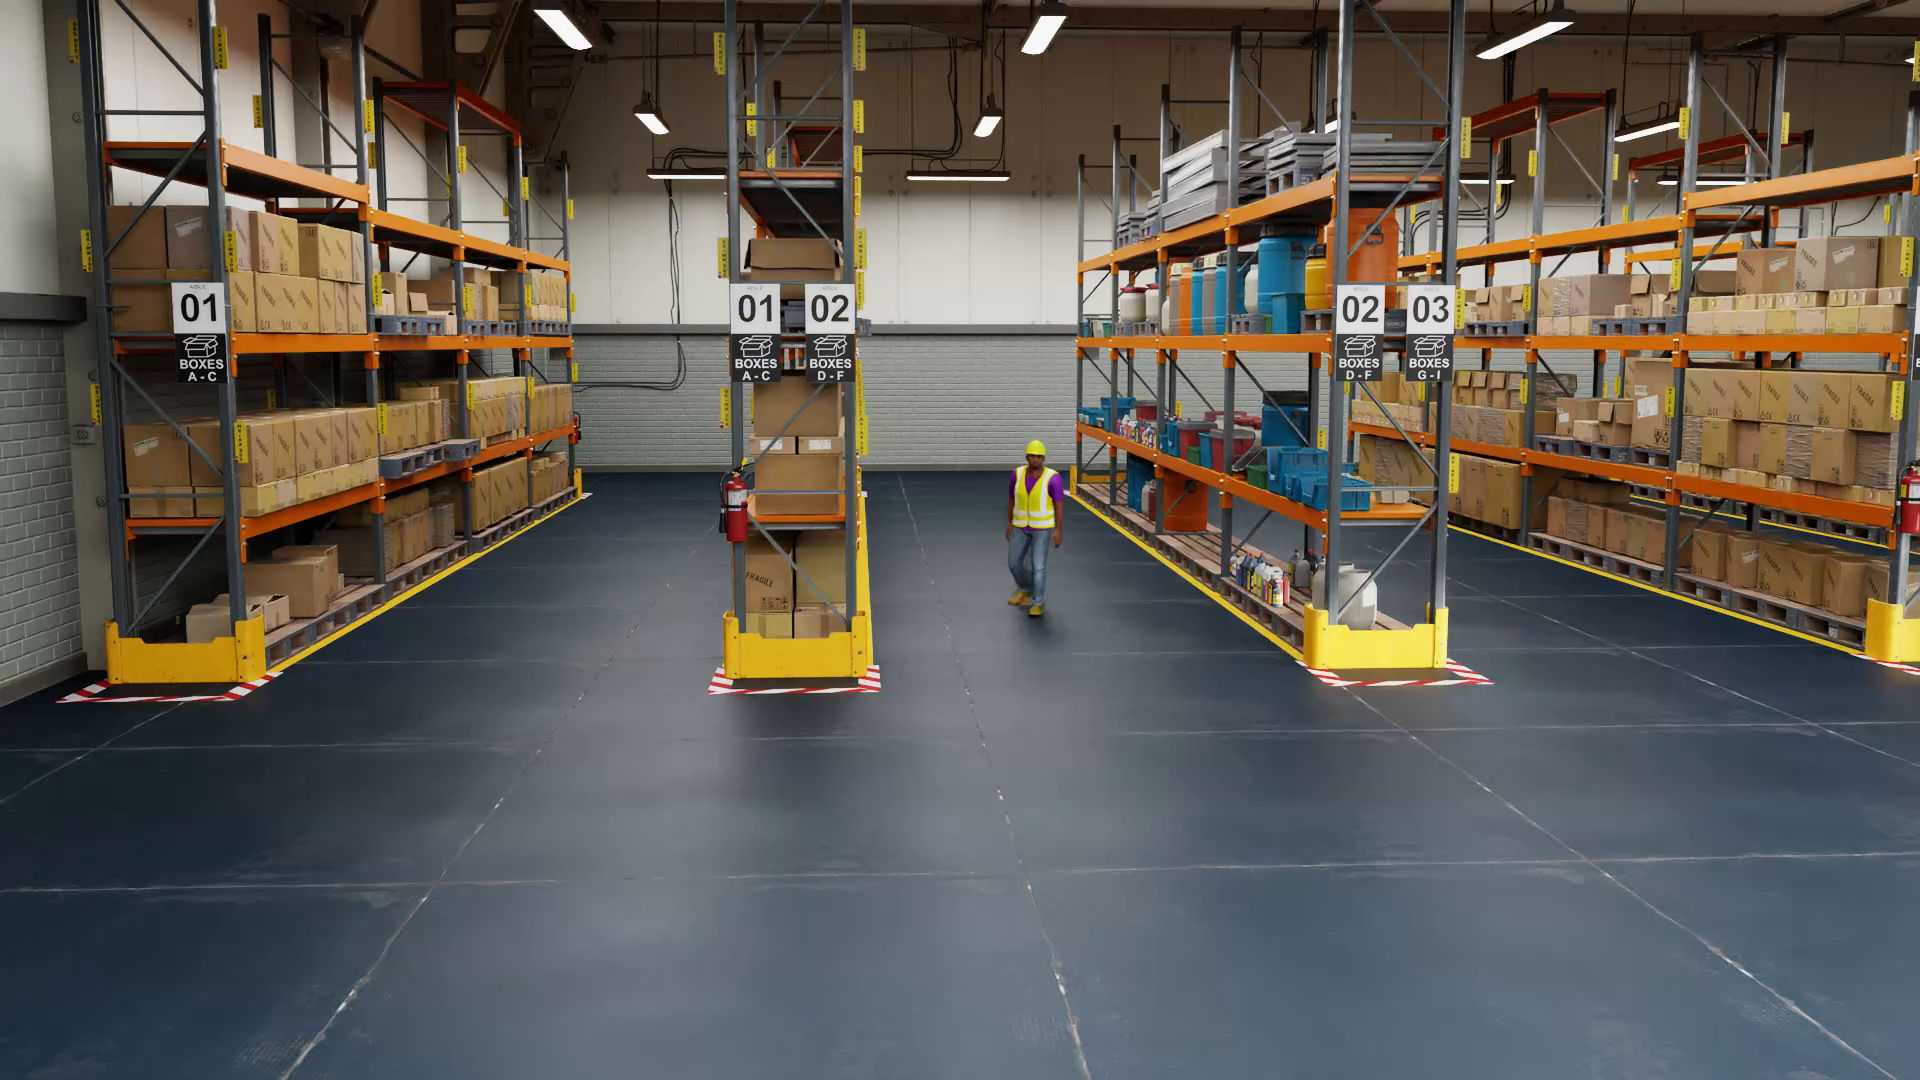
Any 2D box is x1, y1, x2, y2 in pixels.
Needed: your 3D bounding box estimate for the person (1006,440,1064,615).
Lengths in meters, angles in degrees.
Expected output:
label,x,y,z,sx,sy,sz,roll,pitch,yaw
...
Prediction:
label,x,y,z,sx,sy,sz,roll,pitch,yaw
person,0.740,-0.122,16.601,0.614,1.756,0.547,2,7,18
